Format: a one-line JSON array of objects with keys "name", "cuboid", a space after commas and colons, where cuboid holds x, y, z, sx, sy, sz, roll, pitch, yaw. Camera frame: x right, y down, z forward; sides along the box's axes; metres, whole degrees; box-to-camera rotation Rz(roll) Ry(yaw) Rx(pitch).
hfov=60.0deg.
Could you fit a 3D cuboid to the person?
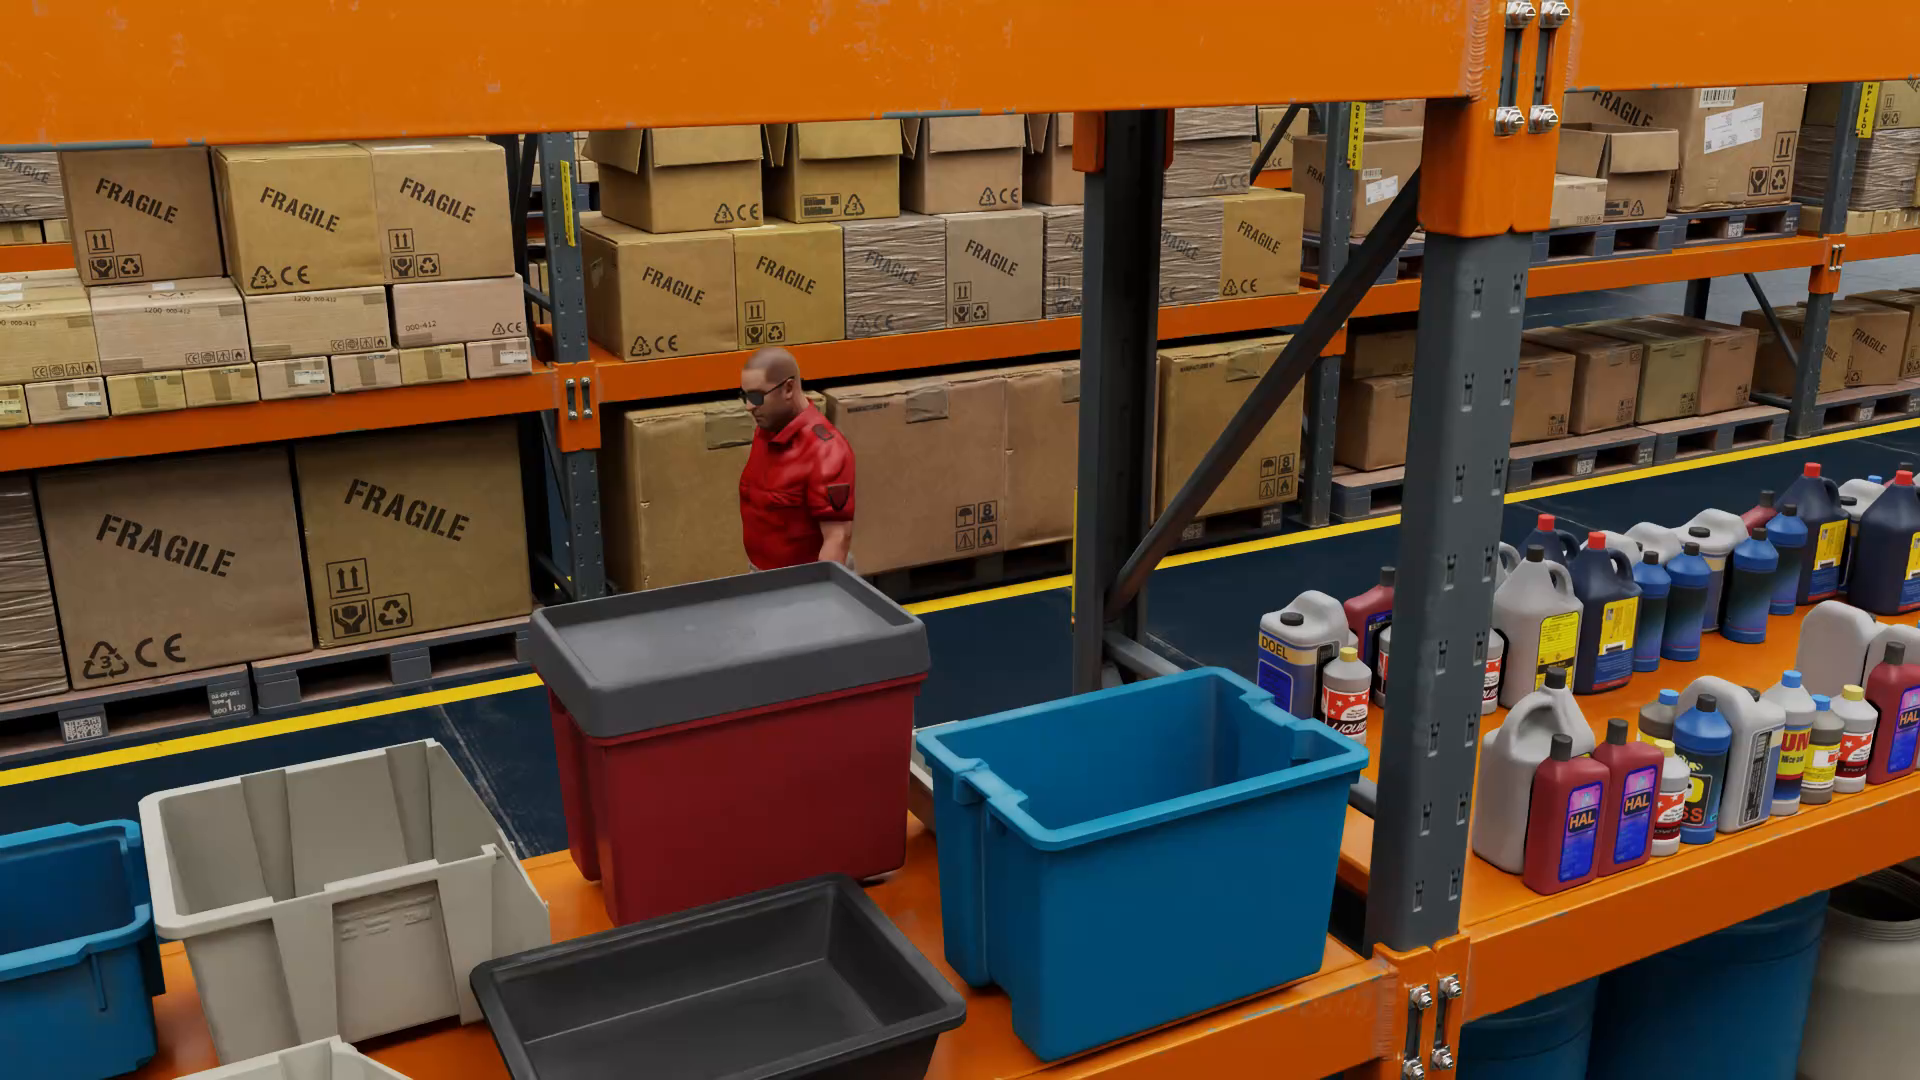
[{"name": "person", "cuboid": [-0.518, 0.194, 5.478, 0.957, 1.691, 0.555, -15, 23, -38]}]
